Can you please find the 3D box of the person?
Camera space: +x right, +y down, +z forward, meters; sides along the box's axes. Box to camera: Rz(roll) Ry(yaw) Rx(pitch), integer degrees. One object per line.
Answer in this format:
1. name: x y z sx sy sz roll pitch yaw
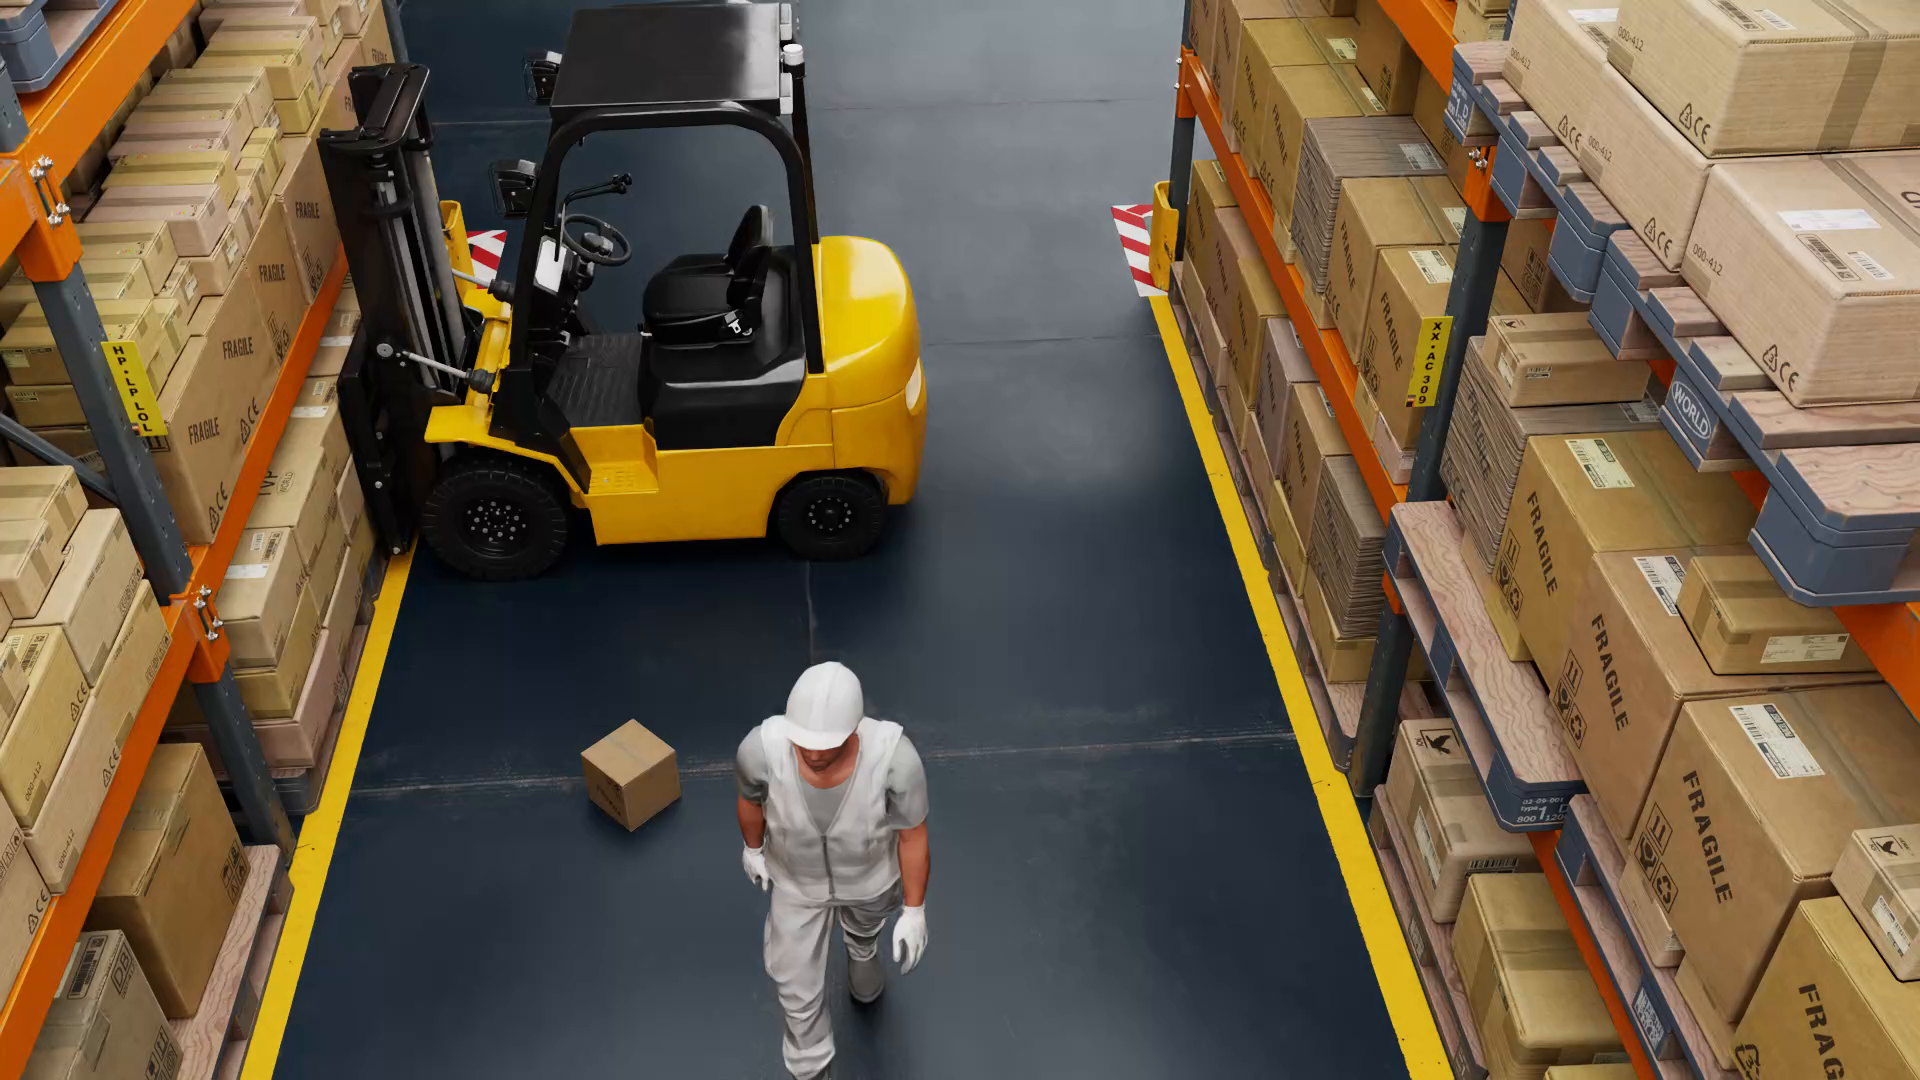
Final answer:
1. person: -0.367 1.011 4.879 0.563 1.777 0.933 -2 39 -3
